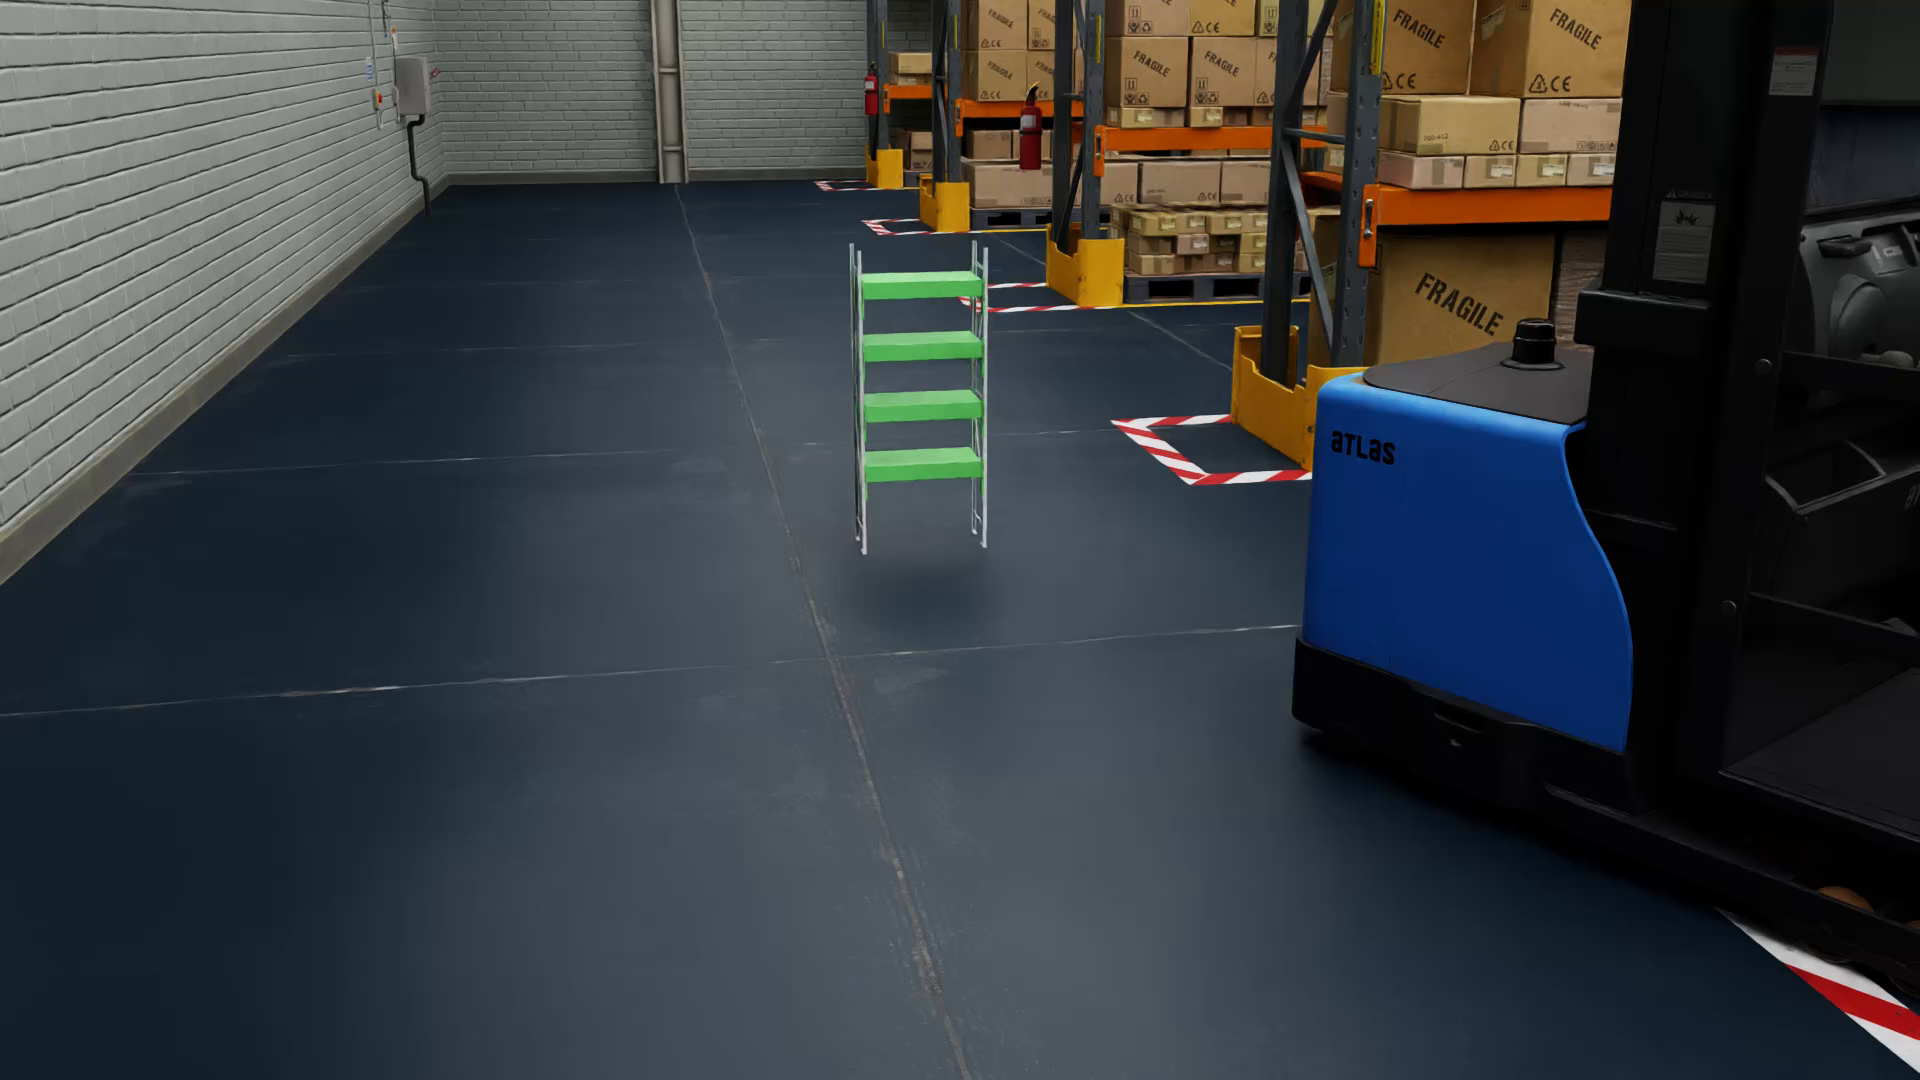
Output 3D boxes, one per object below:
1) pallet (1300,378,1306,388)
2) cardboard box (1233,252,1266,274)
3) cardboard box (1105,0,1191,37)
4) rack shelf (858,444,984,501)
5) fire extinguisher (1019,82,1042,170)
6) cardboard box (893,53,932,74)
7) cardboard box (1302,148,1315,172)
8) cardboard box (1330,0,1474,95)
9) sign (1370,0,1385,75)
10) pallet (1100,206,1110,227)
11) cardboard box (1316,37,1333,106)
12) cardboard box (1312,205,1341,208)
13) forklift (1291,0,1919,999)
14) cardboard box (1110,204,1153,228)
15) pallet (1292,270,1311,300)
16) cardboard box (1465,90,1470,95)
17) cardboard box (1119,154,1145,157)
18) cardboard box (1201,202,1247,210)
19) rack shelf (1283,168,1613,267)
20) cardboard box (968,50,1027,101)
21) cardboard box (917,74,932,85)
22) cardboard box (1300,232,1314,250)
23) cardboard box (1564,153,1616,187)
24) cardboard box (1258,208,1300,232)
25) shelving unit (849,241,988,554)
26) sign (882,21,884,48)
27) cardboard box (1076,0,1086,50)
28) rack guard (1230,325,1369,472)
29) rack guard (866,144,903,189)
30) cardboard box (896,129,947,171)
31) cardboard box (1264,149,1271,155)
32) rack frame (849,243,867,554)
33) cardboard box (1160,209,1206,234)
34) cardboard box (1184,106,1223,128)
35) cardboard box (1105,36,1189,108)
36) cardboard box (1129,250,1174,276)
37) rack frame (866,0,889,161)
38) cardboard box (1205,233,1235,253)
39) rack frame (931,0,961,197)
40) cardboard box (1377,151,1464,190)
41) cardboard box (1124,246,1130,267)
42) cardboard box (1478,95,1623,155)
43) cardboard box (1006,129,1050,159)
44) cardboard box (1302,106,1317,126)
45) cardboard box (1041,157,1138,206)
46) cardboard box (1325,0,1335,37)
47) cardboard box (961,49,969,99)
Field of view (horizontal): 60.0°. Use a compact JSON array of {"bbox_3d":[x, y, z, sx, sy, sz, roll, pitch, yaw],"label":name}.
[{"bbox_3d":[2.505,-0.658,8.595,1.213,0.211,1.003,-3,17,-10],"label":"pallet"},{"bbox_3d":[2.224,-2.171,12.911,0.250,0.149,0.380,-3,17,-10],"label":"cardboard box"},{"bbox_3d":[1.384,-3.976,12.268,0.500,0.500,0.500,-3,17,-11],"label":"cardboard box"},{"bbox_3d":[-0.163,-0.274,6.695,0.480,0.148,0.258,-3,17,-10],"label":"rack shelf"},{"bbox_3d":[0.558,-3.263,13.094,0.183,0.674,0.296,-3,17,-10],"label":"fire extinguisher"},{"bbox_3d":[-0.594,-6.230,21.734,0.500,0.250,0.500,-3,17,-10],"label":"cardboard box"},{"bbox_3d":[4.376,-4.246,18.431,0.875,0.875,0.875,-3,17,-9],"label":"cardboard box"},{"bbox_3d":[2.163,-2.456,8.170,0.500,0.500,0.500,-3,17,-10],"label":"cardboard box"},{"bbox_3d":[1.834,-2.215,7.306,0.005,0.325,0.100,-3,17,-10],"label":"sign"},{"bbox_3d":[1.820,-3.582,18.114,1.213,0.211,1.003,-3,17,-10],"label":"pallet"},{"bbox_3d":[2.889,-3.586,12.701,0.500,0.500,0.500,-4,17,-12],"label":"cardboard box"},{"bbox_3d":[2.904,-2.665,13.508,0.250,0.149,0.380,-3,17,-10],"label":"cardboard box"},{"bbox_3d":[2.298,-0.576,3.695,1.130,2.935,3.031,-14,22,-37],"label":"forklift"},{"bbox_3d":[1.365,-2.584,13.244,0.250,0.149,0.380,-3,17,-10],"label":"cardboard box"},{"bbox_3d":[2.967,-2.133,13.396,1.213,0.211,1.003,-3,17,-10],"label":"pallet"},{"bbox_3d":[2.658,-2.126,8.374,0.500,0.250,0.500,-4,17,-11],"label":"cardboard box"},{"bbox_3d":[2.345,-5.157,22.632,0.250,0.149,0.380,-4,17,-12],"label":"cardboard box"},{"bbox_3d":[2.119,-2.629,13.389,0.250,0.149,0.380,-4,18,-13],"label":"cardboard box"},{"bbox_3d":[3.698,-1.691,8.435,4.000,0.370,1.077,-3,17,-10],"label":"rack shelf"},{"bbox_3d":[0.380,-4.773,17.071,0.500,0.500,0.500,-3,17,-11],"label":"cardboard box"},{"bbox_3d":[-0.475,-6.058,21.855,0.250,0.149,0.380,-3,17,-9],"label":"cardboard box"},{"bbox_3d":[2.733,-2.385,13.102,0.250,0.149,0.380,-2,17,-8],"label":"cardboard box"},{"bbox_3d":[2.905,-1.772,7.902,0.250,0.149,0.380,-4,17,-11],"label":"cardboard box"},{"bbox_3d":[2.493,-2.491,12.939,0.250,0.149,0.380,-3,17,-8],"label":"cardboard box"},{"bbox_3d":[-0.163,-0.564,6.606,0.503,1.200,0.258,-3,17,-10],"label":"shelving unit"},{"bbox_3d":[-0.988,-6.469,21.290,0.005,0.325,0.100,-3,17,-10],"label":"sign"},{"bbox_3d":[1.390,-5.313,17.127,0.500,0.500,0.500,-3,17,-11],"label":"cardboard box"},{"bbox_3d":[1.711,-0.728,8.330,0.348,0.500,1.175,-3,17,-10],"label":"rack guard"},{"bbox_3d":[-1.016,-5.021,22.307,0.348,0.500,1.175,-3,17,-10],"label":"rack guard"},{"bbox_3d":[-0.472,-5.226,22.253,0.637,0.503,0.797,-4,18,-13],"label":"cardboard box"},{"bbox_3d":[4.366,-5.461,23.026,0.500,0.500,0.500,-4,17,-12],"label":"cardboard box"},{"bbox_3d":[-0.402,-0.551,6.561,0.015,1.200,0.240,-3,17,-10],"label":"rack frame"},{"bbox_3d":[1.720,-2.463,12.849,0.250,0.149,0.380,-3,17,-9],"label":"cardboard box"},{"bbox_3d":[1.790,-3.189,12.512,0.250,0.149,0.380,-4,17,-12],"label":"cardboard box"},{"bbox_3d":[1.386,-3.495,12.404,0.500,0.500,0.500,-2,17,-8],"label":"cardboard box"},{"bbox_3d":[1.468,-2.134,12.792,0.250,0.149,0.380,-3,17,-9],"label":"cardboard box"},{"bbox_3d":[-1.091,-6.212,21.926,0.127,3.000,1.000,-3,17,-10],"label":"rack frame"},{"bbox_3d":[1.959,-2.333,12.932,0.250,0.149,0.380,-3,17,-10],"label":"cardboard box"},{"bbox_3d":[-0.145,-4.781,17.268,0.127,3.000,1.000,-3,17,-10],"label":"rack frame"},{"bbox_3d":[2.146,-1.729,7.759,0.250,0.149,0.380,-3,17,-10],"label":"cardboard box"},{"bbox_3d":[1.370,-2.287,13.289,0.250,0.149,0.380,-3,17,-10],"label":"cardboard box"},{"bbox_3d":[2.766,-1.974,7.879,0.500,0.250,0.500,-3,17,-11],"label":"cardboard box"},{"bbox_3d":[0.913,-5.261,22.374,0.500,0.500,0.500,-3,17,-9],"label":"cardboard box"},{"bbox_3d":[2.537,-3.256,12.732,0.250,0.149,0.380,-4,17,-12],"label":"cardboard box"},{"bbox_3d":[1.381,-3.876,17.970,0.875,0.438,0.875,-3,17,-9],"label":"cardboard box"},{"bbox_3d":[2.893,-4.058,12.534,0.500,0.500,0.500,-4,17,-12],"label":"cardboard box"},{"bbox_3d":[0.278,-4.932,17.589,0.500,0.500,0.500,-3,17,-10],"label":"cardboard box"}]
